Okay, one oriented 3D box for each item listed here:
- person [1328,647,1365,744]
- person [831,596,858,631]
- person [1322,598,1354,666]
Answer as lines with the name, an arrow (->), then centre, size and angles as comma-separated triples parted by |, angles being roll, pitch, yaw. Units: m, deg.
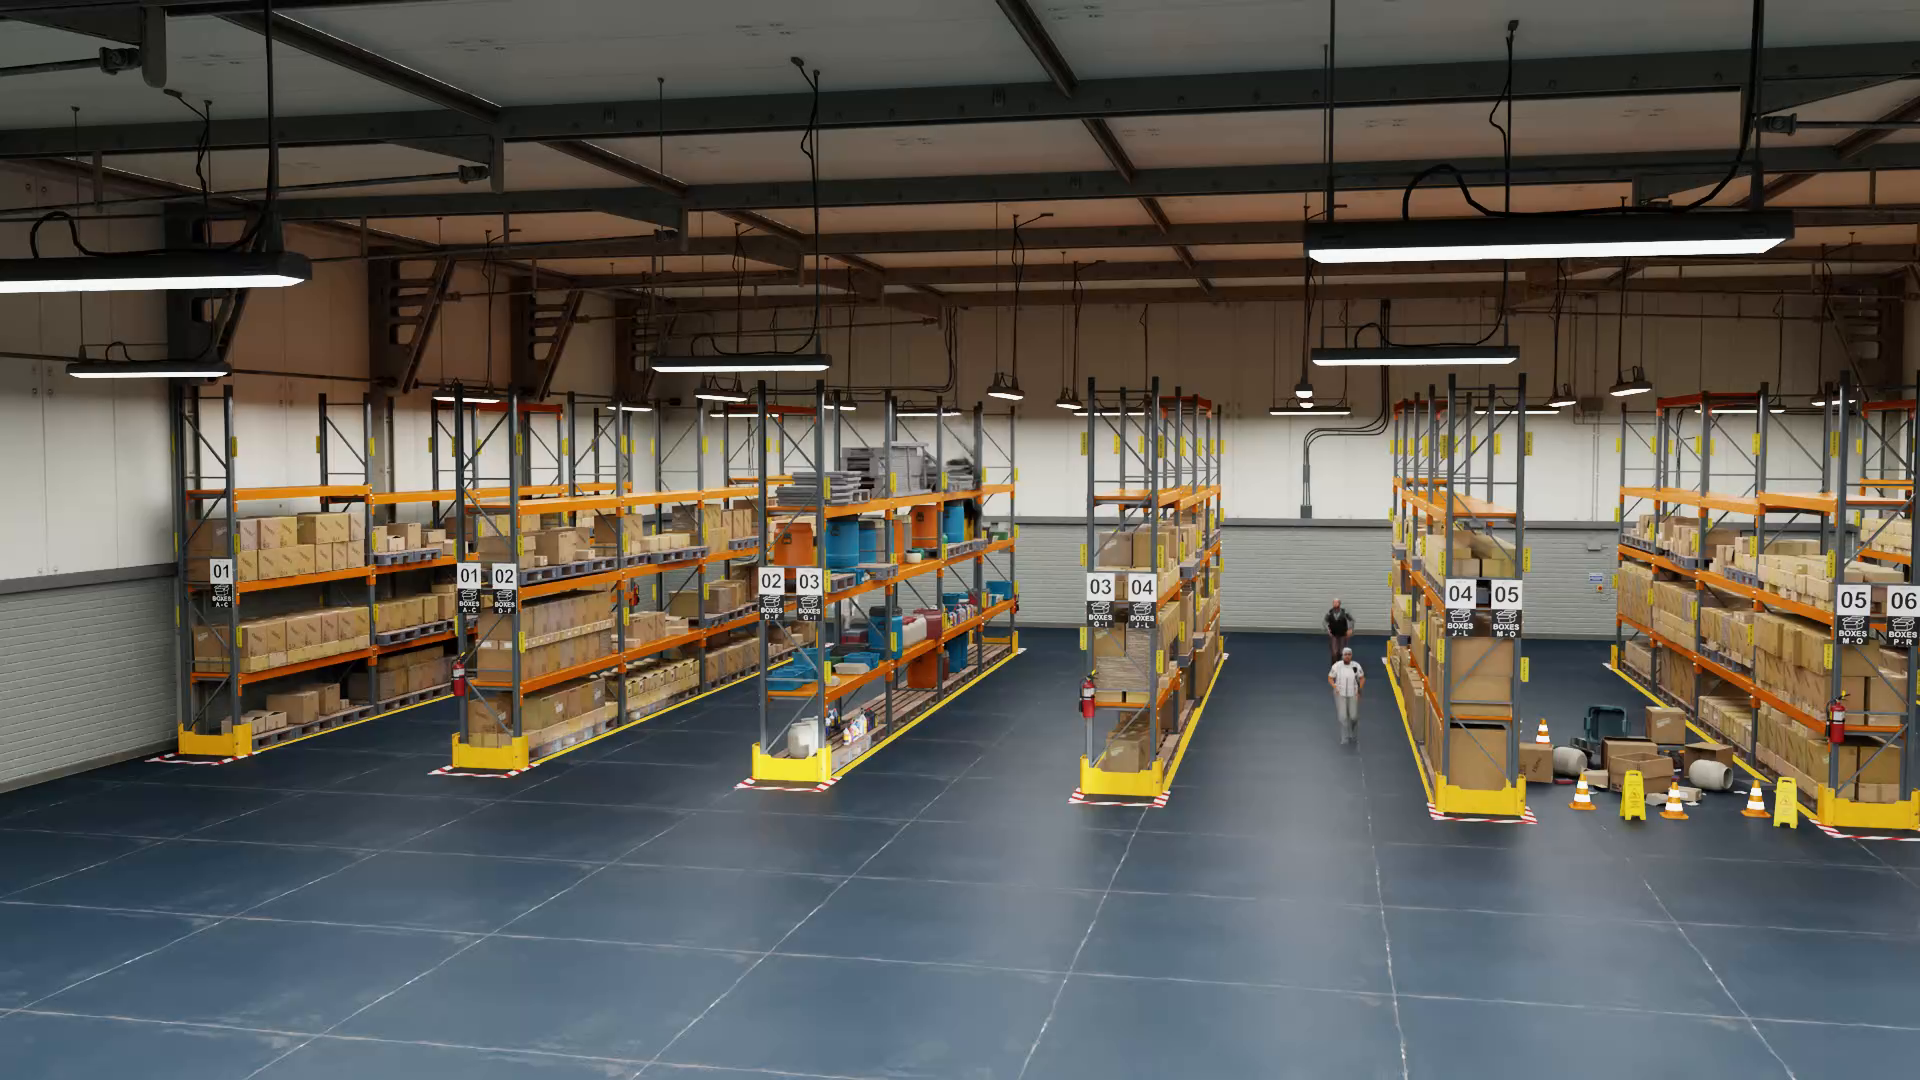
person -> 6.509, 2.628, 28.040 | 0.609, 1.621, 0.546 | 1, 3, 13
person -> -2.638, 1.758, 37.838 | 0.617, 1.709, 0.806 | 0, 3, 1
person -> 8.338, 2.121, 36.677 | 0.690, 1.691, 0.646 | 1, 3, 15
